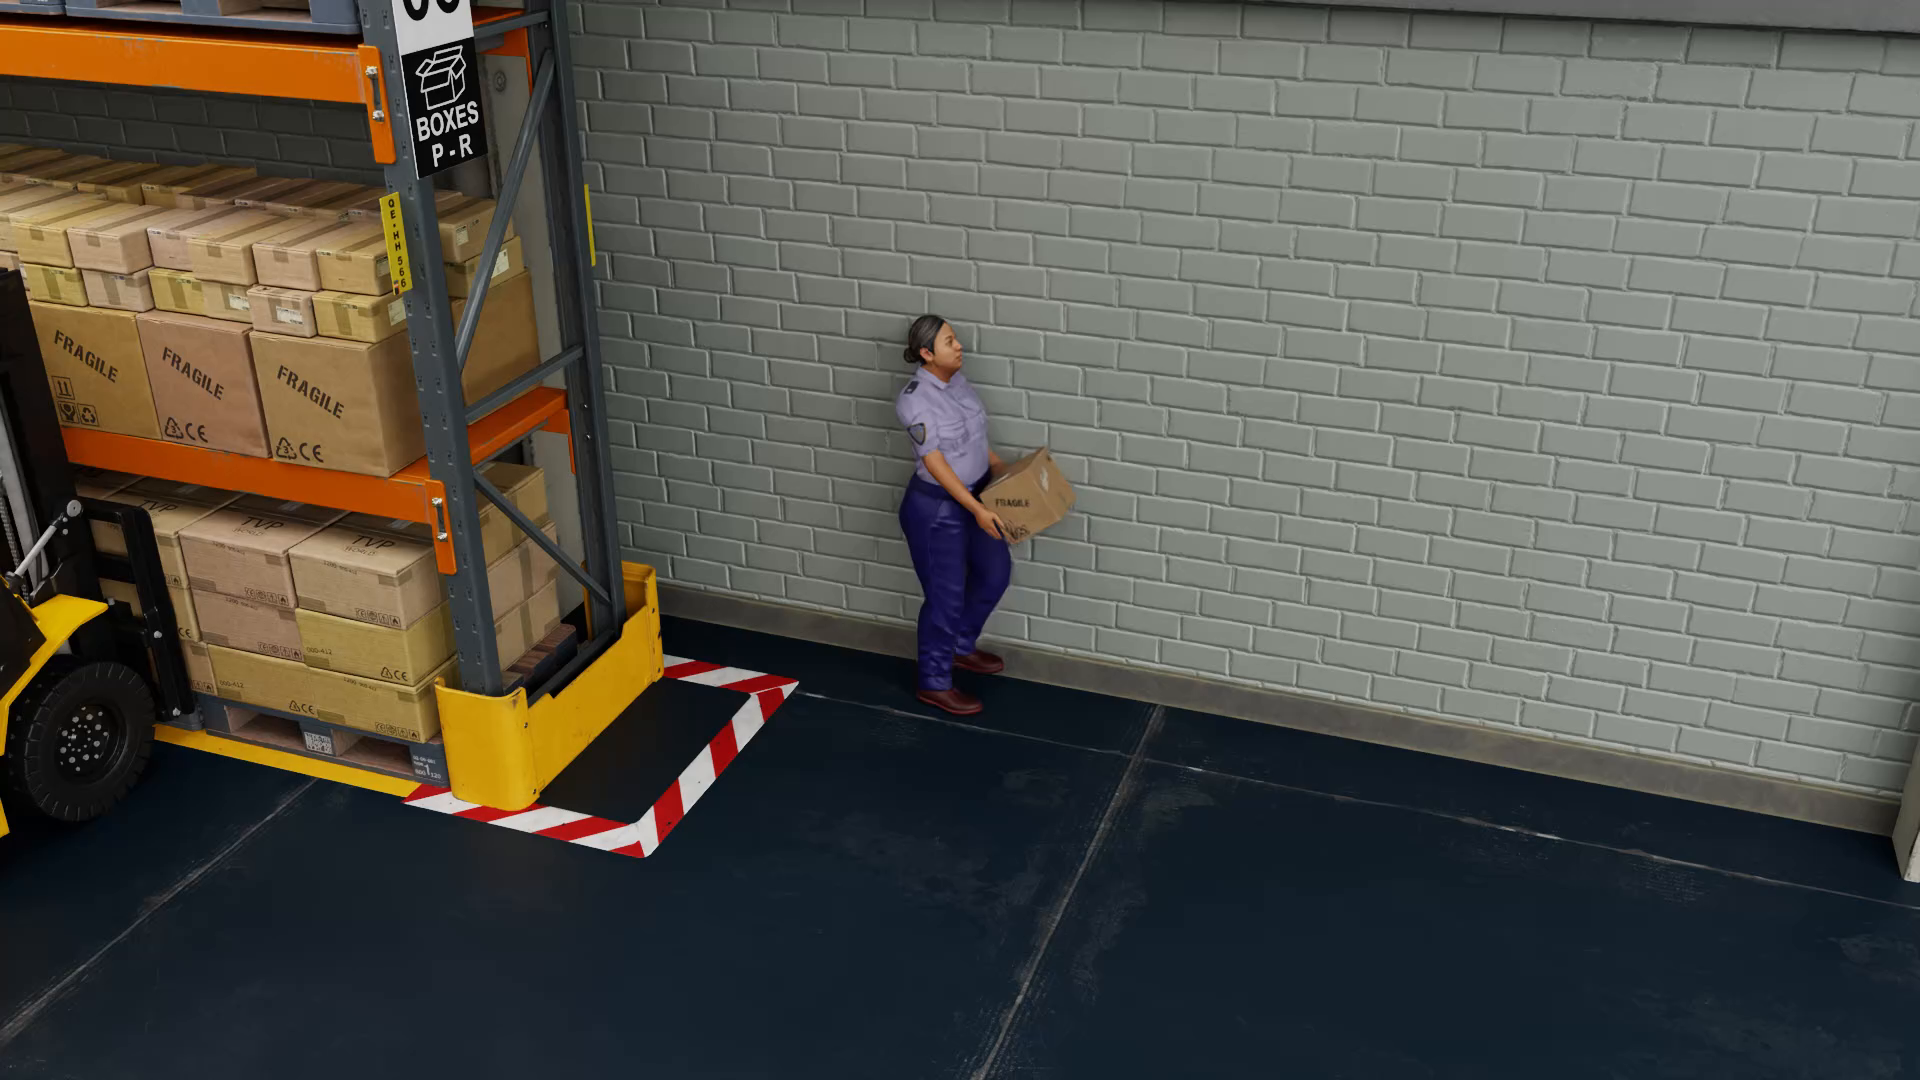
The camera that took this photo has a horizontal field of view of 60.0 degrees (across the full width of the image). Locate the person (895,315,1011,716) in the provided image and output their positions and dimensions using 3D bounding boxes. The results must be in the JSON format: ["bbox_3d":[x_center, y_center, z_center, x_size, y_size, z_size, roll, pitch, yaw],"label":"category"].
[{"bbox_3d":[0.008,-0.109,6.856,0.516,1.643,0.476,13,29,25],"label":"person"}]
